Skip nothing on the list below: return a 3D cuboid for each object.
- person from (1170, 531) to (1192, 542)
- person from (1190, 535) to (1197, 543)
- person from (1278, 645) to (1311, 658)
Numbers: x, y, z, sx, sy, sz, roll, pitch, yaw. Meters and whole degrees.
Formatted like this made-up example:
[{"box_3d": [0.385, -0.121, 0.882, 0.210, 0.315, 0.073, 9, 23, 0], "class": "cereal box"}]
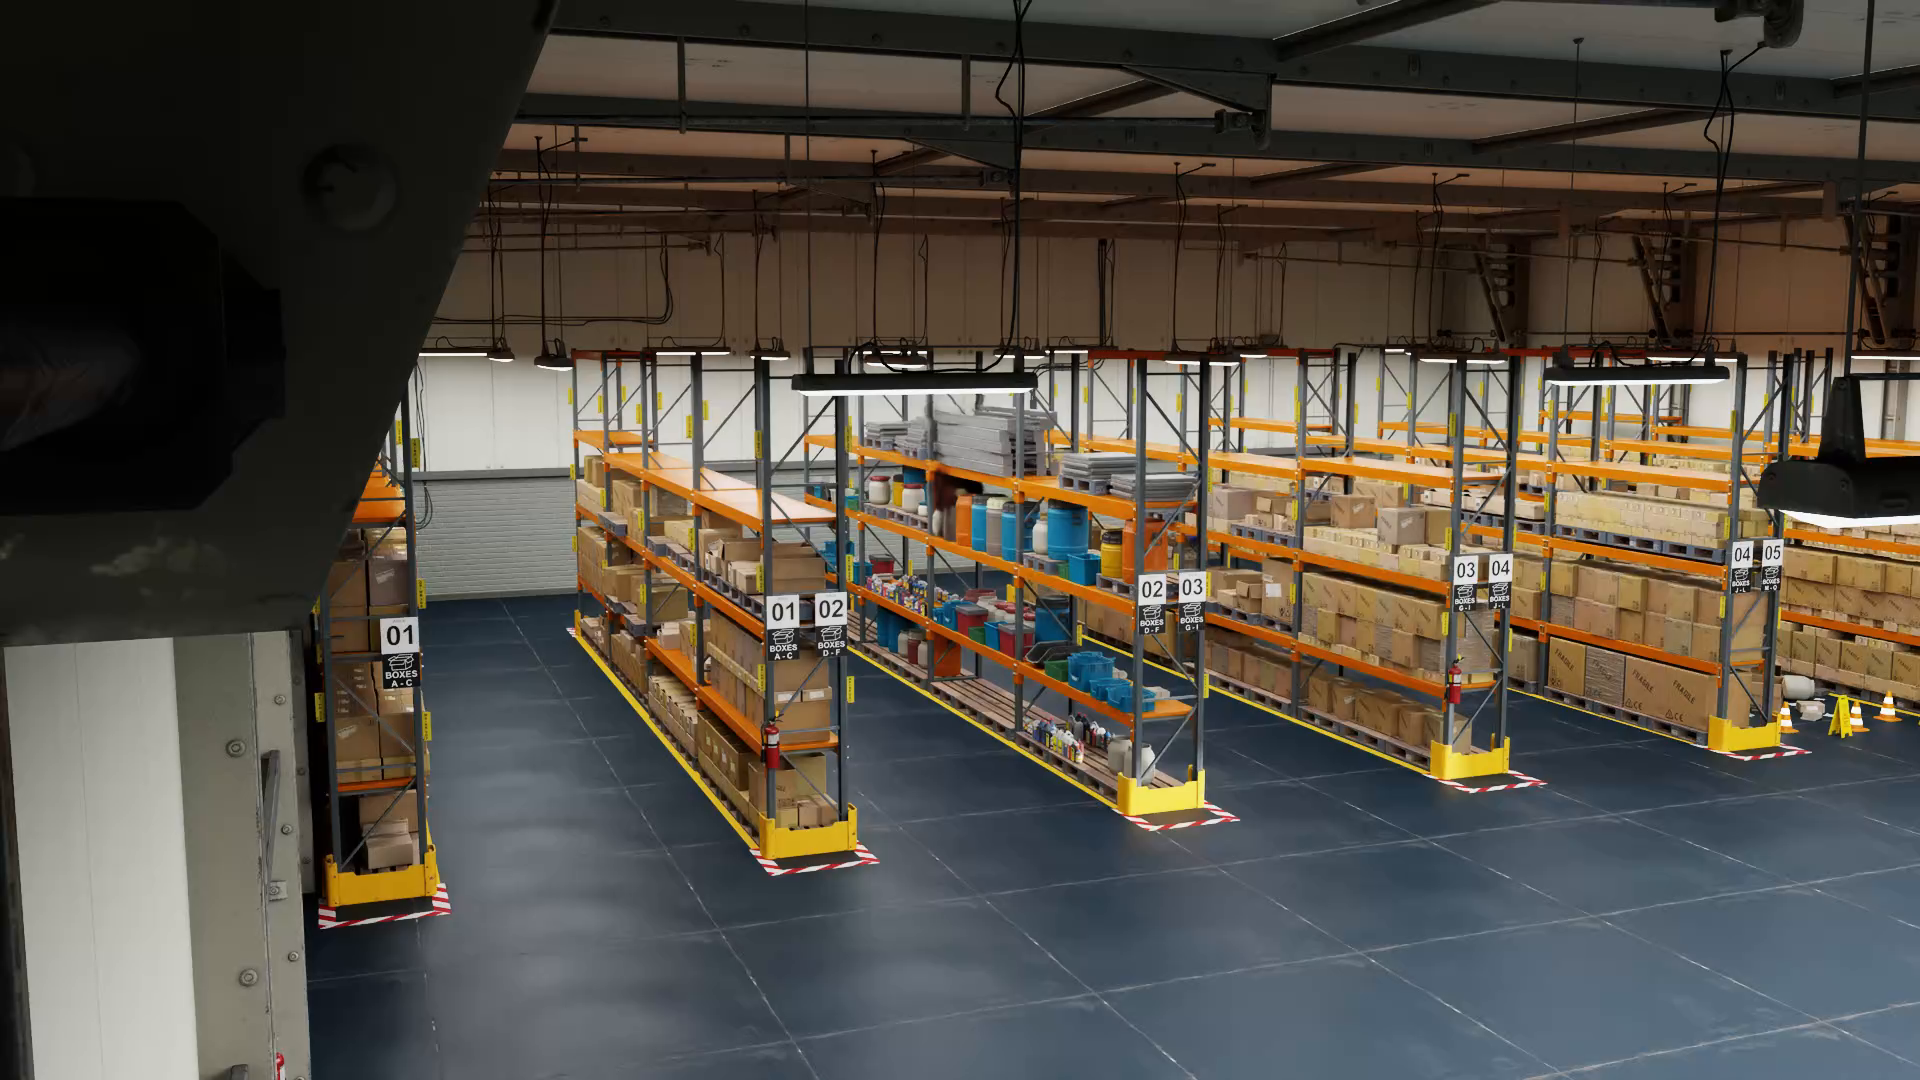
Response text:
[{"box_3d": [5.361, 0.385, 41.162, 0.651, 1.743, 0.843, -3, 8, -24], "class": "person"}, {"box_3d": [5.801, 0.401, 41.400, 0.568, 1.636, 0.578, -4, 8, -26], "class": "person"}, {"box_3d": [6.621, 1.425, 32.766, 0.554, 1.737, 0.816, -4, 8, -28], "class": "person"}]
